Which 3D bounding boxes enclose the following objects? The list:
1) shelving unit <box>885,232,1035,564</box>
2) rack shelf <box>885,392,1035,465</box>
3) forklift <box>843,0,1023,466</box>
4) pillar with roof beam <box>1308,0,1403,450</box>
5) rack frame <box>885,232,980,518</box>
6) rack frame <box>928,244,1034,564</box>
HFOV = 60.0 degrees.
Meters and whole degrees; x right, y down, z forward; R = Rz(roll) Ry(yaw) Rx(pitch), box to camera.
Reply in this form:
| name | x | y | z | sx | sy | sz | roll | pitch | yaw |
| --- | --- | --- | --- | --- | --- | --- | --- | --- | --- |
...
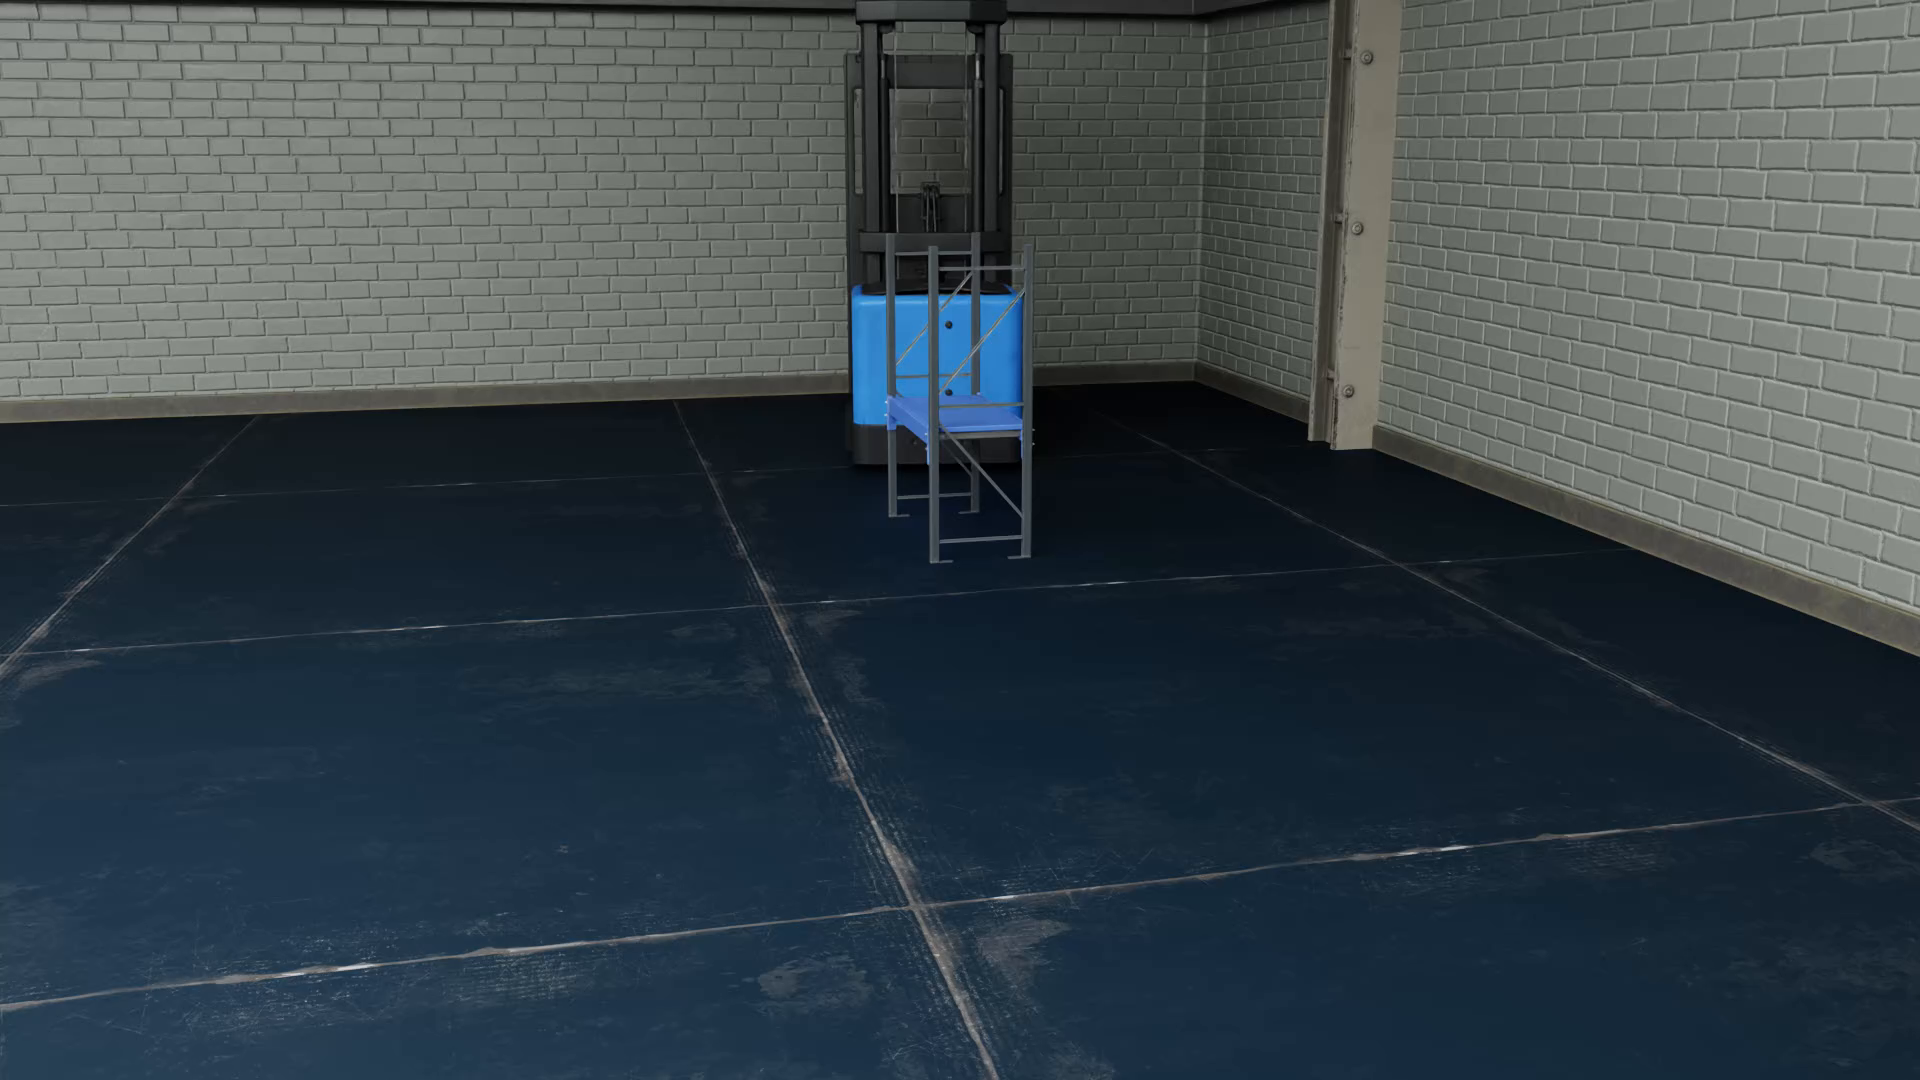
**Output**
| name | x | y | z | sx | sy | sz | roll | pitch | yaw |
| --- | --- | --- | --- | --- | --- | --- | --- | --- | --- |
| shelving unit | -0.020 | -0.748 | 8.330 | 0.538 | 1.500 | 1.048 | -3 | 14 | -13 |
| rack shelf | -0.020 | -0.574 | 8.372 | 0.538 | 0.185 | 1.000 | -3 | 14 | -13 |
| forklift | -0.220 | -2.169 | 11.129 | 1.130 | 2.935 | 3.031 | -1 | 14 | -4 |
| pillar with roof beam | -1.649 | -4.771 | 8.996 | 9.100 | 9.000 | 0.400 | -3 | 14 | -13 |
| rack frame | -0.139 | -0.866 | 8.810 | 0.500 | 1.500 | 0.032 | -3 | 14 | -13 |
| rack frame | 0.099 | -0.631 | 7.850 | 0.500 | 1.500 | 0.032 | -3 | 14 | -13 |
